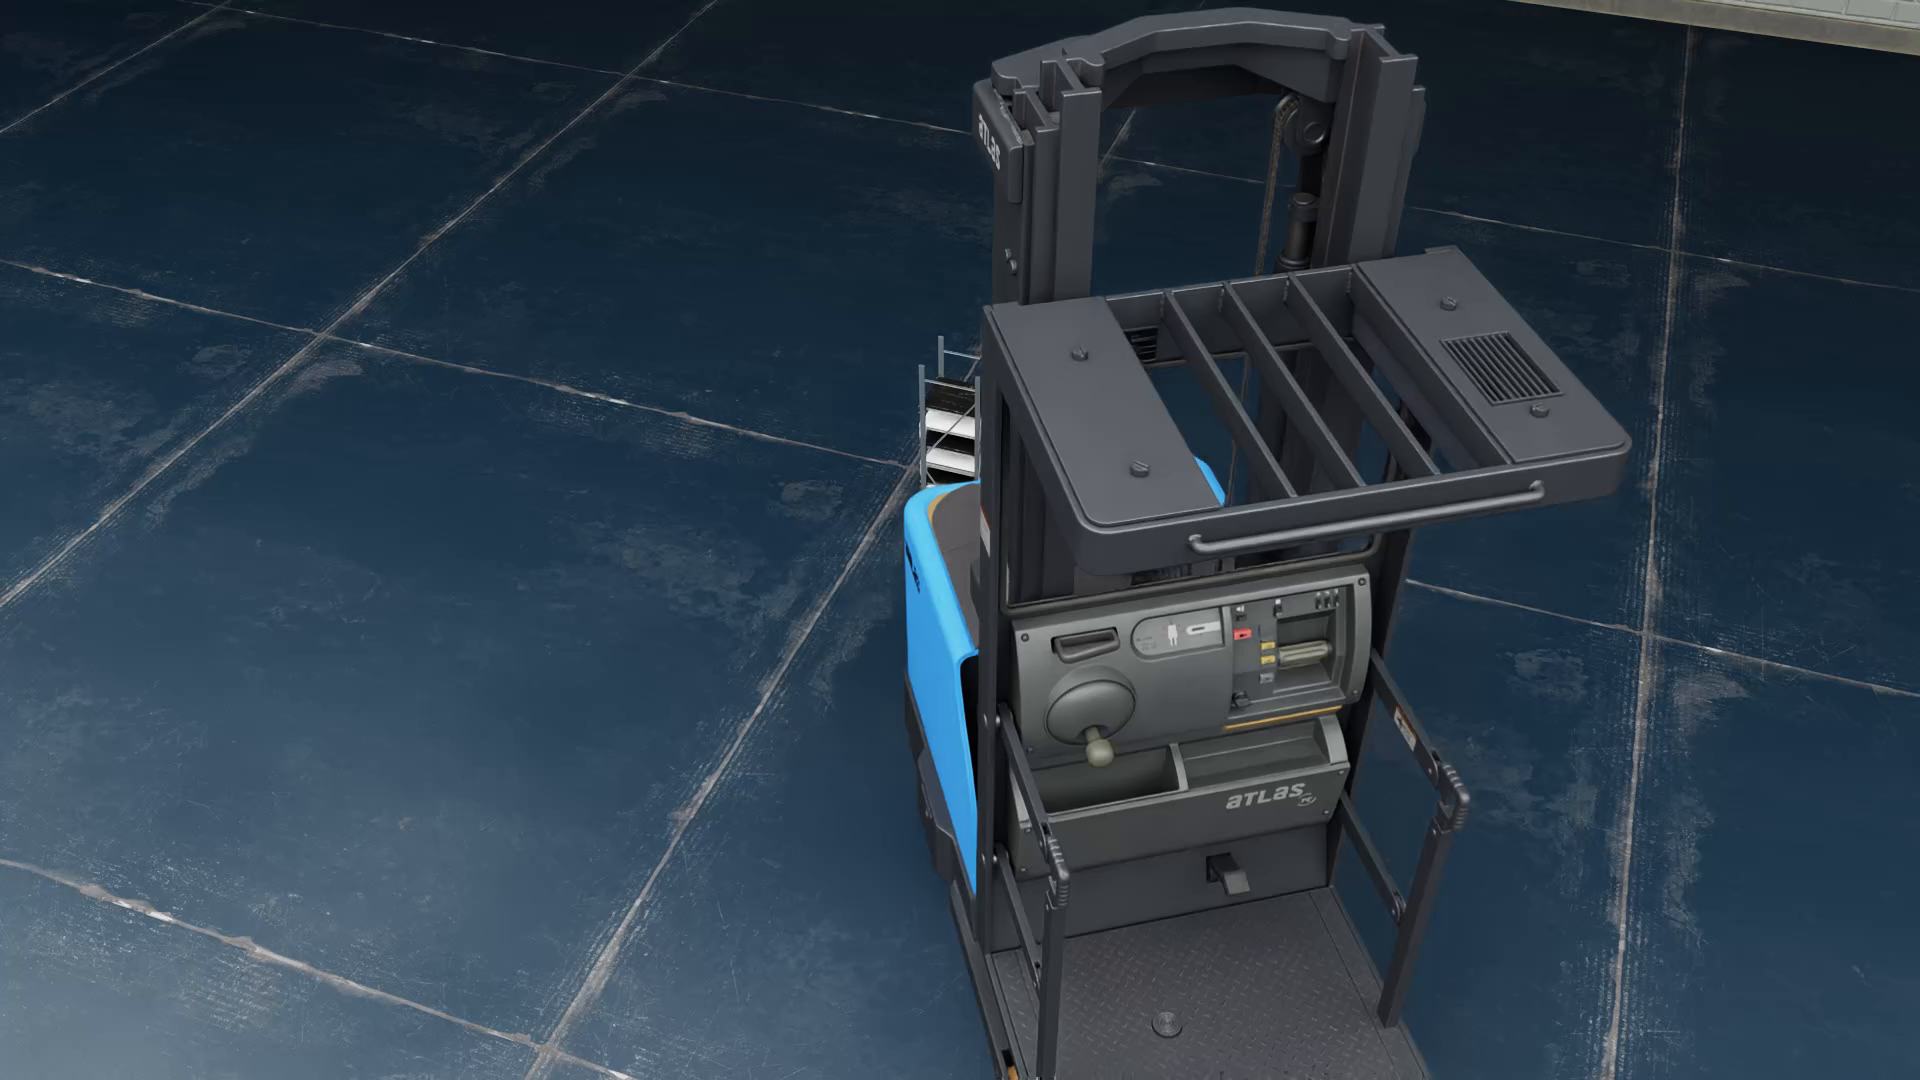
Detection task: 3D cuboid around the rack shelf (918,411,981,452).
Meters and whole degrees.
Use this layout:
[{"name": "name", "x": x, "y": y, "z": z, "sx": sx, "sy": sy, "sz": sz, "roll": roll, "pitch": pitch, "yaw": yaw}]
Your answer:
[{"name": "rack shelf", "x": -0.003, "y": -0.449, "z": 6.357, "sx": 0.258, "sy": 0.077, "sz": 0.200, "roll": 13, "pitch": 42, "yaw": 15}]

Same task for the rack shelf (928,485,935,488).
[{"name": "rack shelf", "x": -0.003, "y": -0.175, "z": 6.591, "sx": 0.258, "sy": 0.077, "sz": 0.200, "roll": 13, "pitch": 42, "yaw": 15}]

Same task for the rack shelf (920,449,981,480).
[{"name": "rack shelf", "x": -0.003, "y": -0.312, "z": 6.474, "sx": 0.258, "sy": 0.077, "sz": 0.200, "roll": 13, "pitch": 42, "yaw": 15}]

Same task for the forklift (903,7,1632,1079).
[{"name": "forklift", "x": 0.644, "y": 0.401, "z": 4.022, "sx": 1.130, "sy": 2.935, "sz": 3.031, "roll": -9, "pitch": 41, "yaw": -10}]

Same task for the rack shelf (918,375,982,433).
[{"name": "rack shelf", "x": -0.003, "y": -0.517, "z": 6.299, "sx": 0.258, "sy": 0.077, "sz": 0.200, "roll": 13, "pitch": 42, "yaw": 15}]

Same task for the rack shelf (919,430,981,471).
[{"name": "rack shelf", "x": -0.003, "y": -0.380, "z": 6.415, "sx": 0.258, "sy": 0.077, "sz": 0.200, "roll": 13, "pitch": 42, "yaw": 15}]

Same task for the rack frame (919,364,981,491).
[{"name": "rack frame", "x": -0.038, "y": -0.275, "z": 6.379, "sx": 0.240, "sy": 0.900, "sz": 0.006, "roll": 13, "pitch": 42, "yaw": 15}]

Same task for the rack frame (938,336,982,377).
[{"name": "rack frame", "x": 0.032, "y": -0.399, "z": 6.525, "sx": 0.240, "sy": 0.900, "sz": 0.006, "roll": 13, "pitch": 42, "yaw": 15}]

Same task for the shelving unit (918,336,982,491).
[{"name": "shelving unit", "x": -0.003, "y": -0.337, "z": 6.452, "sx": 0.258, "sy": 0.900, "sz": 0.210, "roll": 13, "pitch": 42, "yaw": 15}]

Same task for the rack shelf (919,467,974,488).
[{"name": "rack shelf", "x": -0.003, "y": -0.244, "z": 6.532, "sx": 0.258, "sy": 0.077, "sz": 0.200, "roll": 13, "pitch": 42, "yaw": 15}]
